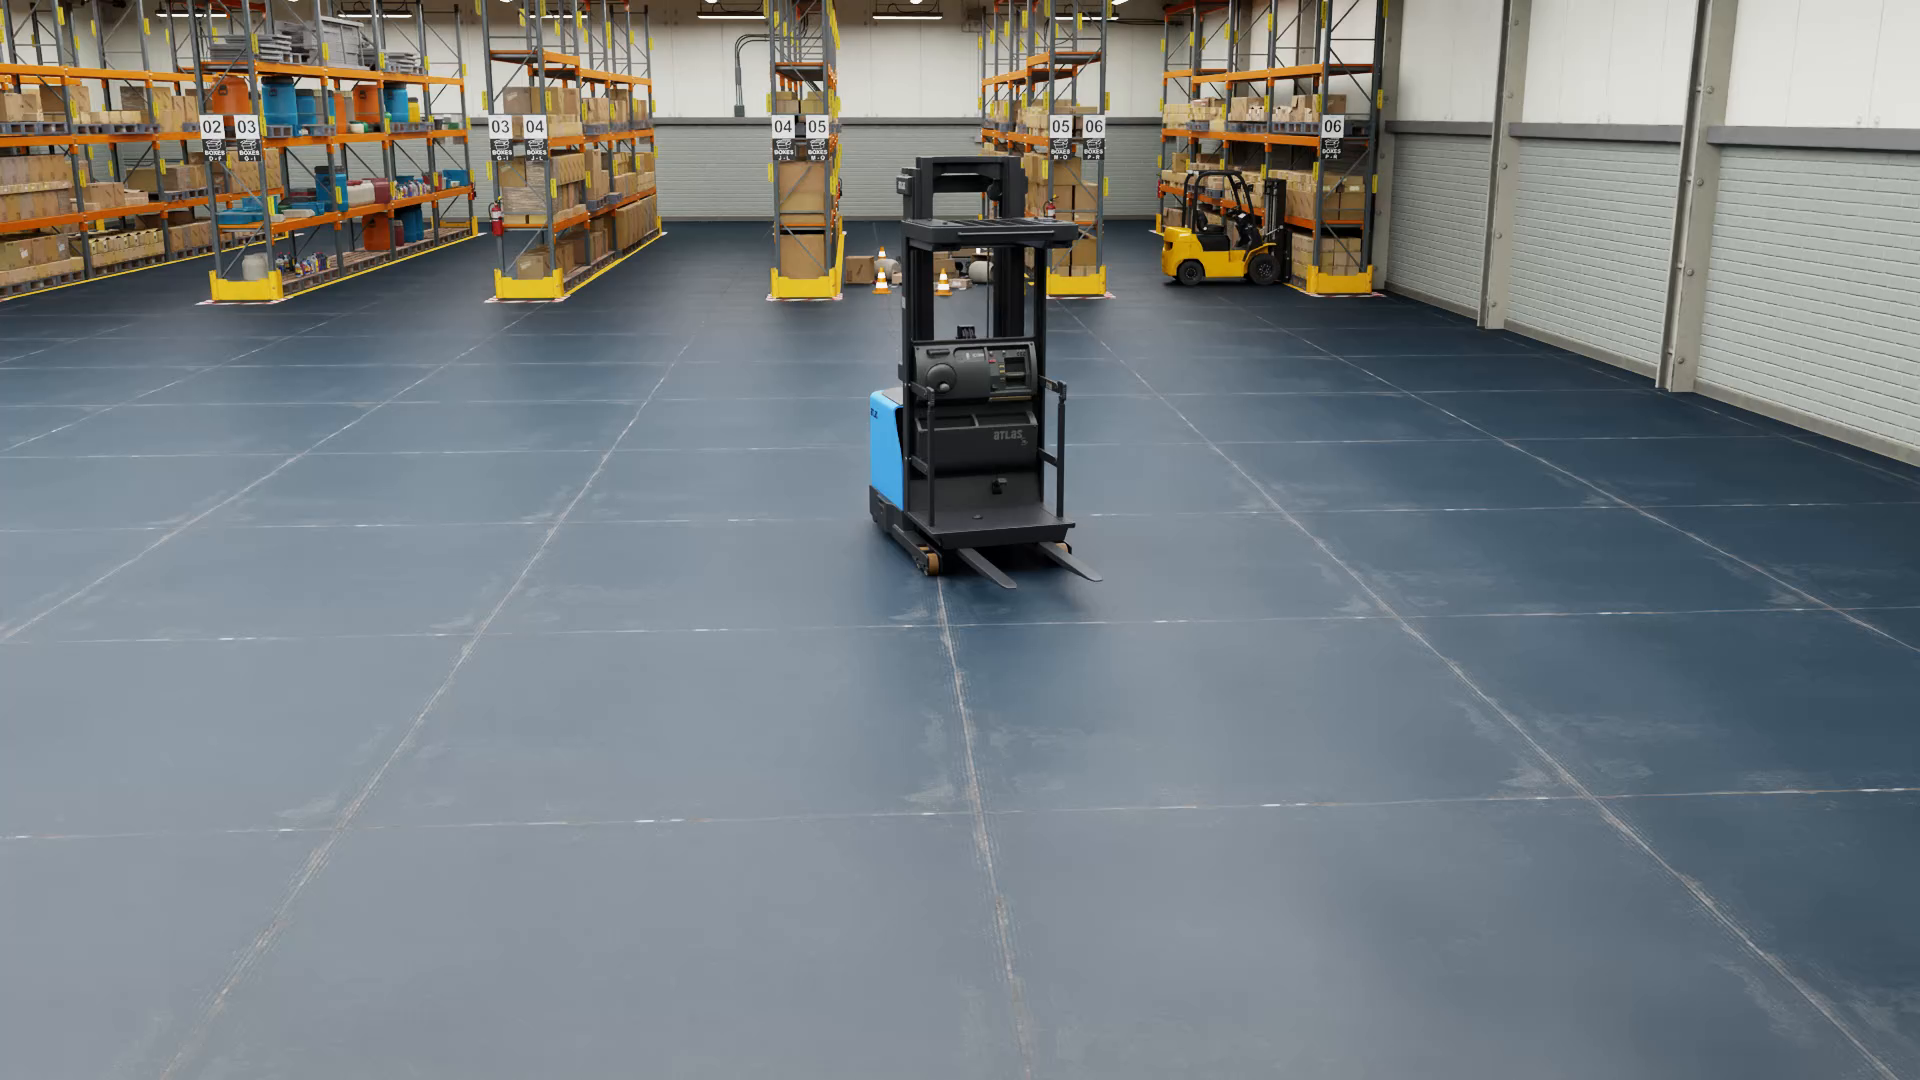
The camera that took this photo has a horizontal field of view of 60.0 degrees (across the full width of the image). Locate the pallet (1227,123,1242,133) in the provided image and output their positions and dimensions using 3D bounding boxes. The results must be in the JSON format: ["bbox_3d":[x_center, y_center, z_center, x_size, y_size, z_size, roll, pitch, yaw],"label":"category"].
[{"bbox_3d":[6.689,-9.258,37.347,1.213,0.211,1.003,0,14,-1],"label":"pallet"}]

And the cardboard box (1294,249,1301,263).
[{"bbox_3d":[6.690,-5.429,31.780,0.500,0.250,0.500,-1,14,-4],"label":"cardboard box"}]

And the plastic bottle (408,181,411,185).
[{"bbox_3d":[-13.228,-8.456,39.971,0.144,0.351,0.185,-1,14,-3],"label":"plastic bottle"}]

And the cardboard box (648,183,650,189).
[{"bbox_3d":[-8.351,-9.299,43.654,0.380,0.149,0.250,-1,14,-3],"label":"cardboard box"}]

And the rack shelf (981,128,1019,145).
[{"bbox_3d":[1.232,-10.583,43.562,1.077,0.370,4.000,-1,14,-3],"label":"rack shelf"}]

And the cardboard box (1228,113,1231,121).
[{"bbox_3d":[6.276,-9.564,37.583,0.380,0.166,0.250,-1,14,-4],"label":"cardboard box"}]

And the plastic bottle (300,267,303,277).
[{"bbox_3d":[-12.543,-5.107,31.587,0.097,0.201,0.097,0,14,0],"label":"plastic bottle"}]

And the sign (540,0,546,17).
[{"bbox_3d":[-7.250,-9.248,28.878,0.100,0.325,0.005,-1,14,-3],"label":"sign"}]

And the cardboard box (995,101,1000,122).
[{"bbox_3d":[1.121,-10.462,40.605,0.500,0.500,0.500,-1,14,-4],"label":"cardboard box"}]

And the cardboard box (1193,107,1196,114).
[{"bbox_3d":[5.951,-10.576,40.954,0.380,0.149,0.250,-1,14,-4],"label":"cardboard box"}]

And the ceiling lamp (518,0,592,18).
[{"bbox_3d":[-11.379,-16.185,46.158,2.000,3.185,0.800,-1,14,-3],"label":"ceiling lamp"}]

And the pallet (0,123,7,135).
[{"bbox_3d":[-17.697,-7.278,29.451,1.003,0.211,1.213,-1,14,-3],"label":"pallet"}]

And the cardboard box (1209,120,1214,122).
[{"bbox_3d":[6.562,-10.713,42.328,0.500,0.250,0.500,-1,14,-5],"label":"cardboard box"}]

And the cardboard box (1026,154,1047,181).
[{"bbox_3d":[1.676,-7.303,32.586,0.700,0.500,0.500,-1,14,-5],"label":"cardboard box"}]

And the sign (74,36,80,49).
[{"bbox_3d":[-23.072,-12.995,43.438,0.100,0.325,0.005,-1,14,-3],"label":"sign"}]

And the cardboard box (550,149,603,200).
[{"bbox_3d":[-7.949,-7.532,34.235,1.000,1.000,1.000,-1,14,-3],"label":"cardboard box"}]

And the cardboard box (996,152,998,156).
[{"bbox_3d":[1.155,-9.274,40.843,0.500,0.500,0.500,-1,14,-4],"label":"cardboard box"}]

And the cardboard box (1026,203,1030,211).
[{"bbox_3d":[1.551,-6.787,33.888,0.380,0.149,0.250,-1,14,-4],"label":"cardboard box"}]

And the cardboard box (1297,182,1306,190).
[{"bbox_3d":[6.684,-6.775,31.836,0.380,0.149,0.250,-1,14,-5],"label":"cardboard box"}]

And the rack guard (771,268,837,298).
[{"bbox_3d":[-2.834,-4.679,30.207,1.175,0.500,0.348,-1,14,-3],"label":"rack guard"}]

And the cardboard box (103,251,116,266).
[{"bbox_3d":[-17.735,-5.790,34.184,0.500,0.250,0.500,-1,14,-2],"label":"cardboard box"}]

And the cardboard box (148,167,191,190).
[{"bbox_3d":[-18.193,-8.319,38.294,0.700,0.500,0.500,2,15,7],"label":"cardboard box"}]

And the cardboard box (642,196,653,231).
[{"bbox_3d":[-8.607,-8.613,43.904,0.875,0.875,0.875,-1,14,-3],"label":"cardboard box"}]

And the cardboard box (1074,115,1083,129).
[{"bbox_3d":[2.334,-7.650,30.424,0.500,0.250,0.500,-1,14,-4],"label":"cardboard box"}]

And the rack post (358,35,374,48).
[{"bbox_3d":[-13.377,-11.104,37.090,0.624,0.289,0.986,-1,14,-3],"label":"rack post"}]

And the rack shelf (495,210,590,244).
[{"bbox_3d":[-7.916,-5.993,31.742,1.077,0.370,4.000,-1,14,-3],"label":"rack shelf"}]

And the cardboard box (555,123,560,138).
[{"bbox_3d":[-7.602,-7.476,30.344,0.500,0.250,0.500,-1,14,-5],"label":"cardboard box"}]

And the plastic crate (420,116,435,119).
[{"bbox_3d":[-13.906,-10.785,43.028,0.504,0.338,0.767,-1,14,-3],"label":"plastic crate"}]

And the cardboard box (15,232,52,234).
[{"bbox_3d":[-18.211,-5.801,32.725,0.500,0.500,0.500,-1,14,-3],"label":"cardboard box"}]

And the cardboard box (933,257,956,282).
[{"bbox_3d":[-0.537,-5.186,32.171,0.797,0.503,0.637,-13,20,-42],"label":"cardboard box"}]

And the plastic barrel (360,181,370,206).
[{"bbox_3d":[-12.928,-7.454,35.752,0.421,0.512,0.421,0,14,0],"label":"plastic barrel"}]

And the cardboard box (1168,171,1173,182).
[{"bbox_3d":[5.887,-9.757,44.631,0.500,0.250,0.500,-1,14,-4],"label":"cardboard box"}]

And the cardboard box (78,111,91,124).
[{"bbox_3d":[-17.993,-8.560,33.714,0.500,0.250,0.500,-2,15,-9],"label":"cardboard box"}]

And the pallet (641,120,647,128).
[{"bbox_3d":[-8.648,-10.744,42.924,1.003,0.211,1.213,-1,14,-3],"label":"pallet"}]

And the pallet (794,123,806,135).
[{"bbox_3d":[-2.892,-7.489,30.273,1.003,0.211,1.213,-1,14,-3],"label":"pallet"}]

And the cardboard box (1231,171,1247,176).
[{"bbox_3d":[6.301,-8.276,37.671,0.380,0.149,0.250,-1,14,-2],"label":"cardboard box"}]

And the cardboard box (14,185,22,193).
[{"bbox_3d":[-17.571,-6.476,30.672,0.380,0.149,0.250,-1,14,-4],"label":"cardboard box"}]

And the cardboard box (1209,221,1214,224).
[{"bbox_3d":[6.261,-7.413,39.993,0.500,0.500,0.500,0,14,-1],"label":"cardboard box"}]

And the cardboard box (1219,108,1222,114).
[{"bbox_3d":[6.263,-9.994,38.735,0.380,0.149,0.250,-1,14,-5],"label":"cardboard box"}]

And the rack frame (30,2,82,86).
[{"bbox_3d":[-23.615,-12.499,43.546,1.000,3.000,0.127,-1,14,-3],"label":"rack frame"}]

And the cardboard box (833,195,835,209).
[{"bbox_3d":[-2.847,-7.073,34.298,0.500,0.500,0.500,-1,14,-3],"label":"cardboard box"}]

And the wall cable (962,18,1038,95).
[{"bbox_3d":[1.225,-14.303,50.556,2.355,3.000,0.029,-1,14,-3],"label":"wall cable"}]

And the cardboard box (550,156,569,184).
[{"bbox_3d":[-7.610,-6.910,31.060,0.500,0.500,0.500,-1,14,-3],"label":"cardboard box"}]

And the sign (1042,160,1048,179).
[{"bbox_3d":[1.544,-6.707,30.116,0.100,0.325,0.005,-1,14,-3],"label":"sign"}]

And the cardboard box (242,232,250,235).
[{"bbox_3d":[-18.297,-7.840,42.280,0.380,0.166,0.250,-1,14,-3],"label":"cardboard box"}]

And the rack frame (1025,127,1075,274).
[{"bbox_3d":[1.851,-6.992,34.180,1.000,3.000,0.127,-1,14,-3],"label":"rack frame"}]

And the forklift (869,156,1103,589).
[{"bbox_3d":[0.185,-1.271,12.085,1.130,2.935,3.031,-4,15,-17],"label":"forklift"}]

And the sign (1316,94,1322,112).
[{"bbox_3d":[6.510,-7.913,30.122,0.100,0.325,0.005,-1,14,-3],"label":"sign"}]

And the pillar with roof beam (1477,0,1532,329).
[{"bbox_3d":[3.984,-7.608,24.537,9.100,9.000,0.400,-1,14,-3],"label":"pillar with roof beam"}]
